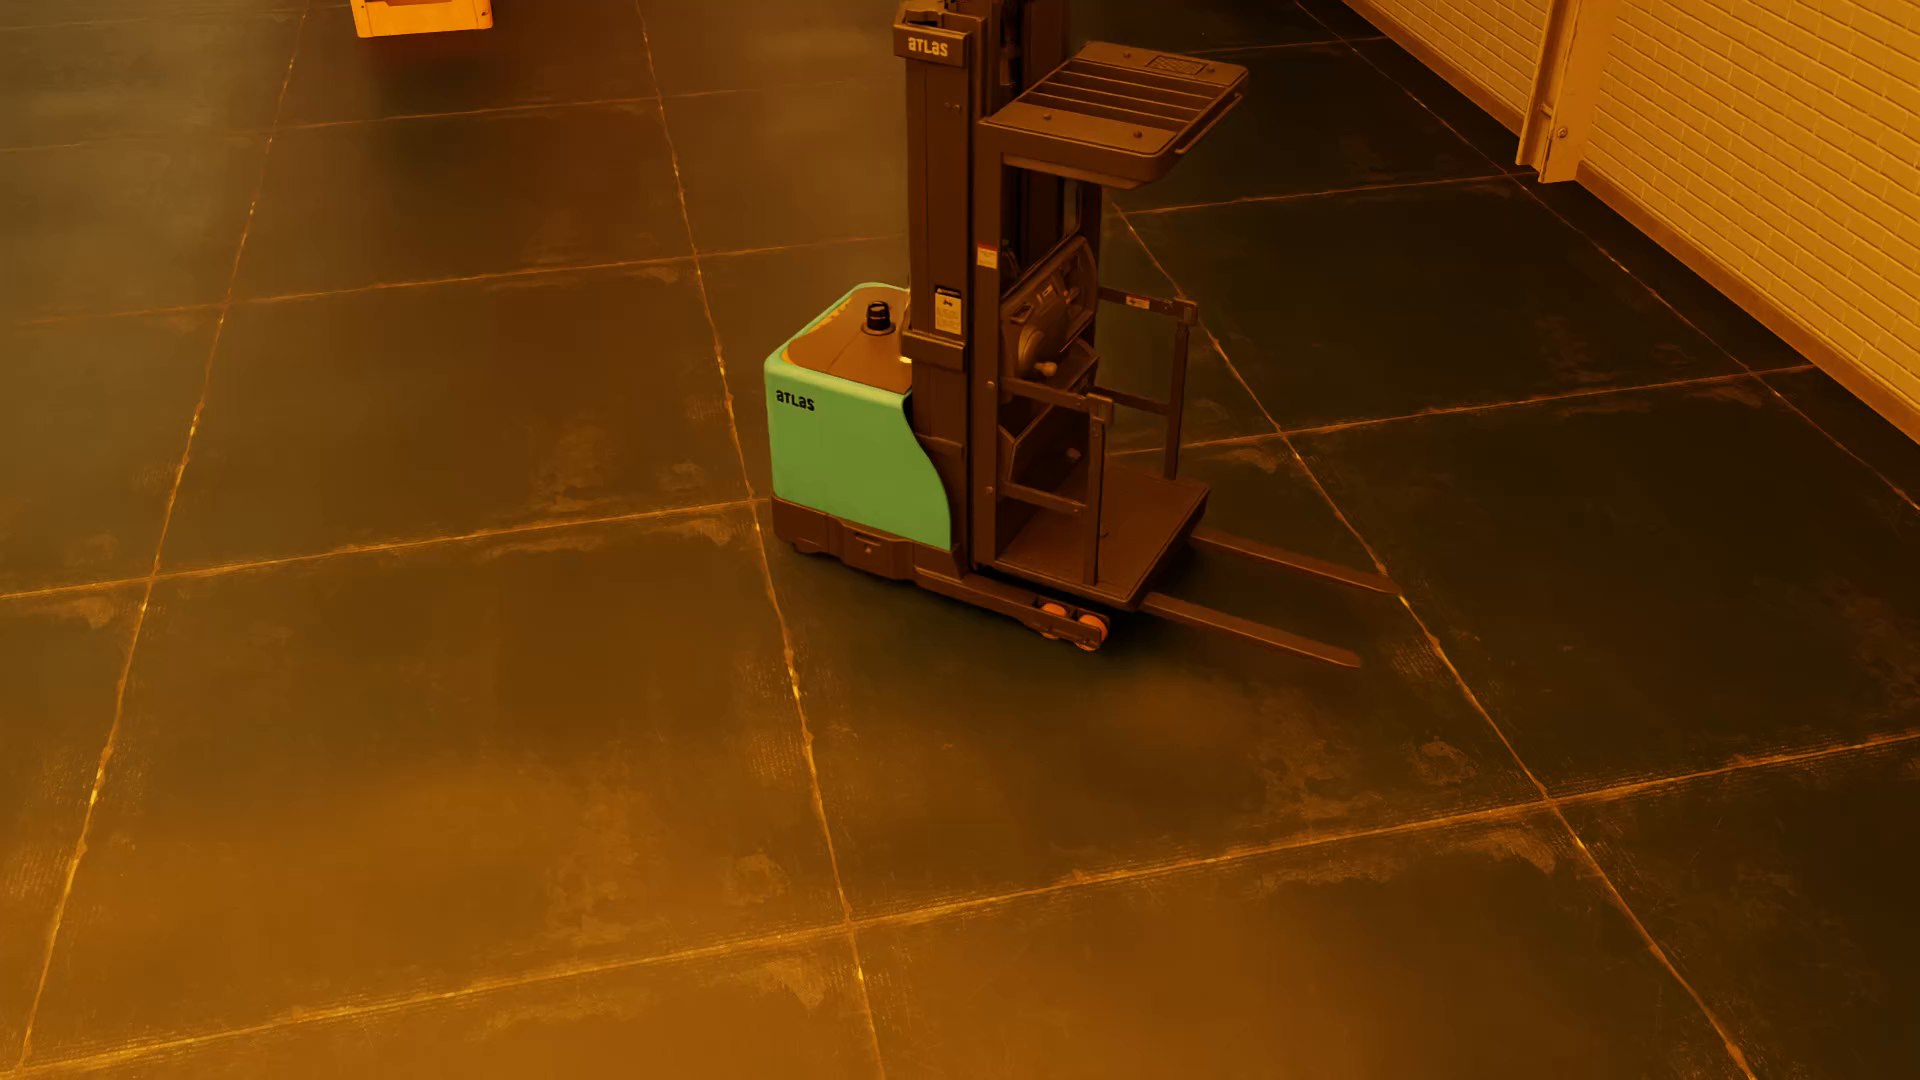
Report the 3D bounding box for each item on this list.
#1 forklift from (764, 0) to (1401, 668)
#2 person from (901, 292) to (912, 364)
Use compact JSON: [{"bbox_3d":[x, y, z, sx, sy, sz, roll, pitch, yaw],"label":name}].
[{"bbox_3d":[0.591,-1.024,7.474,3.031,2.935,1.130,17,39,22],"label":"forklift"},{"bbox_3d":[0.006,-0.771,7.926,0.590,1.676,0.549,-8,36,-11],"label":"person"}]
